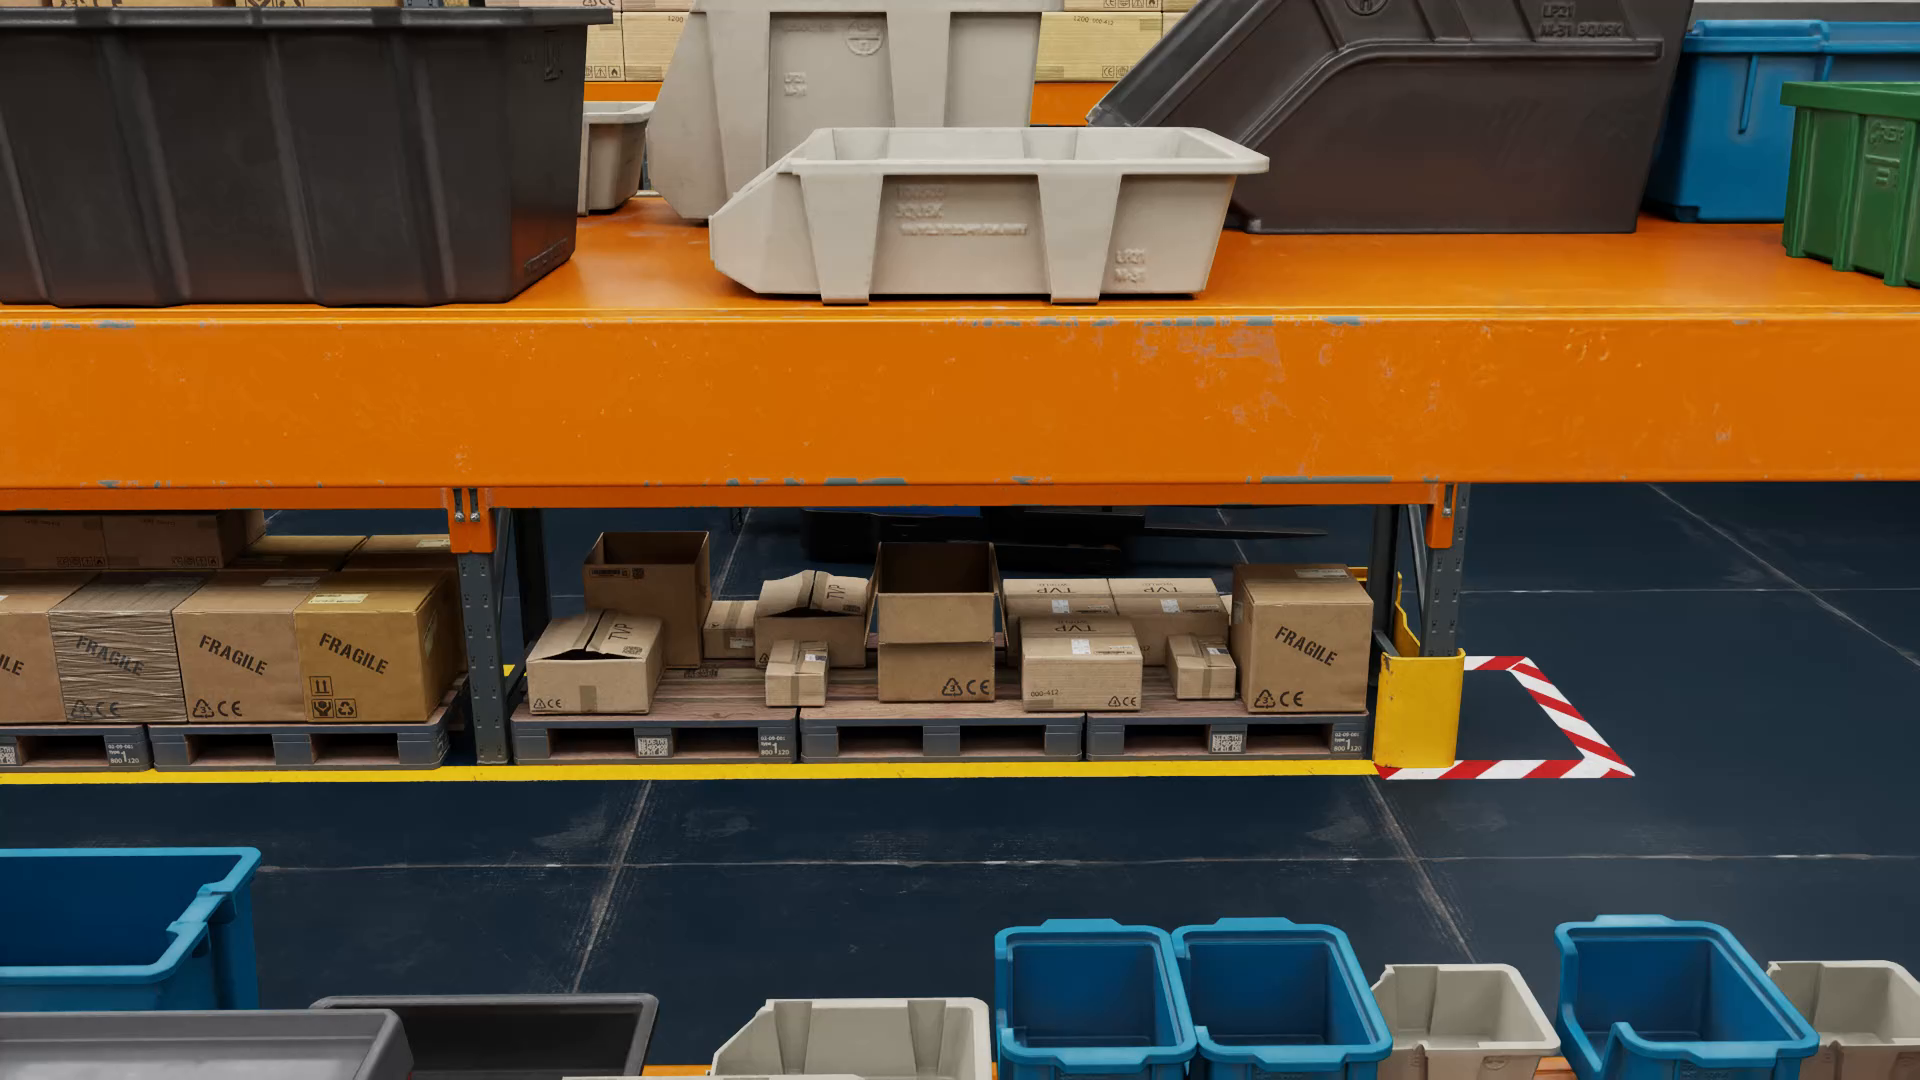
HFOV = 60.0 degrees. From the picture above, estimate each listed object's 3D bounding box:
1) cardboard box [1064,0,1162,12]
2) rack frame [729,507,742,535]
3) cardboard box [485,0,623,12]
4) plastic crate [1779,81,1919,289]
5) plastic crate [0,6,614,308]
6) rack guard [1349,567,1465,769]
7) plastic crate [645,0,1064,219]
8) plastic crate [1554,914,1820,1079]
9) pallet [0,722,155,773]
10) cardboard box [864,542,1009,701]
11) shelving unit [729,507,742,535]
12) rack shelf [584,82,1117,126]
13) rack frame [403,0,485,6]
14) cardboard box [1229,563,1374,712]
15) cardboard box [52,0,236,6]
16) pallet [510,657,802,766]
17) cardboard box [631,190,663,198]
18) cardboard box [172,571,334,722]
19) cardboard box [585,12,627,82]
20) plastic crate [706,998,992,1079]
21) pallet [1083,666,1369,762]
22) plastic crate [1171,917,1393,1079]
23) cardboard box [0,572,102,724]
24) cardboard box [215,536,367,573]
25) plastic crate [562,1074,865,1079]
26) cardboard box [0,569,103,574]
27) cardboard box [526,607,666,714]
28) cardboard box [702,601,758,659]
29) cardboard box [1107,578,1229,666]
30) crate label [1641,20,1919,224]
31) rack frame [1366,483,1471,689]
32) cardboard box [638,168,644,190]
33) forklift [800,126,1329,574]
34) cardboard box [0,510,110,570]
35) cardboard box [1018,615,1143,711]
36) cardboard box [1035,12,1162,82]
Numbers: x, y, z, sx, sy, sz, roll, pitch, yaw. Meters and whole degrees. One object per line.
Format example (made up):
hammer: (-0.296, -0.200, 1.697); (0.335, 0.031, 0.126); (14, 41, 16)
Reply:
cardboard box: (0.496, -2.152, 6.362); (0.500, 0.250, 0.500); (0, 18, -1)
rack frame: (-1.381, -0.640, 10.078); (0.015, 1.200, 0.240); (2, 18, 7)
cardboard box: (-1.504, -2.143, 6.334); (0.500, 0.250, 0.500); (0, 18, -1)
plastic crate: (1.098, -0.364, 1.707); (0.336, 0.188, 0.450); (0, 18, -1)
plastic crate: (-0.673, -0.397, 1.679); (0.590, 0.269, 0.497); (0, 18, -1)
rack guard: (1.929, 0.549, 7.516); (0.348, 0.500, 1.175); (0, 18, -1)
plastic crate: (-0.141, -0.584, 2.240); (0.530, 0.282, 0.437); (0, 18, -1)
plastic crate: (1.169, 0.827, 2.736); (0.300, 0.233, 0.416); (0, 18, -1)
pallet: (-4.030, 0.728, 7.432); (1.213, 0.211, 1.003); (0, 18, -1)
cardboard box: (-0.116, 0.347, 7.423); (0.637, 0.503, 0.797); (0, 18, -1)
shelving unit: (-1.139, -0.631, 10.050); (0.503, 1.200, 0.258); (2, 18, 7)
rack shelf: (0.005, -1.717, 6.757); (4.000, 0.370, 1.077); (0, 18, -1)
rack frame: (-1.994, -3.478, 6.159); (0.127, 3.000, 1.000); (0, 18, -1)
cardboard box: (1.465, 0.417, 7.207); (0.500, 0.500, 0.500); (0, 18, -1)
cardboard box: (-3.167, -2.355, 6.553); (0.600, 0.600, 0.600); (0, 18, -1)
pallet: (-1.308, 0.703, 7.511); (1.213, 0.211, 1.003); (0, 18, -1)
cardboard box: (-1.493, -1.227, 7.161); (0.500, 0.500, 0.500); (0, 18, -1)
cardboard box: (-2.978, 0.449, 7.110); (0.500, 0.500, 0.500); (0, 18, -1)
cardboard box: (-1.504, -1.905, 6.412); (0.500, 0.250, 0.500); (0, 18, -1)
plastic crate: (-0.183, 0.888, 2.703); (0.466, 0.136, 0.293); (0, 18, -1)
pallet: (1.132, 0.691, 7.547); (1.213, 0.211, 1.003); (0, 18, -1)
plastic crate: (0.511, 0.830, 2.726); (0.300, 0.233, 0.416); (0, 18, -1)
cardboard box: (-3.987, 0.454, 7.093); (0.500, 0.500, 0.500); (-1, 18, -3)
cardboard box: (-3.015, 0.293, 7.596); (0.500, 0.500, 0.500); (0, 18, 0)
plastic crate: (-0.390, 0.968, 2.216); (0.530, 0.282, 0.437); (0, 18, -1)
cardboard box: (-4.020, 0.295, 7.589); (0.500, 0.500, 0.500); (-1, 18, -3)
cardboard box: (-1.571, 0.513, 7.219); (0.500, 0.311, 0.500); (0, 18, -1)
cardboard box: (-1.055, 0.417, 7.785); (0.250, 0.149, 0.380); (0, 18, -1)
cardboard box: (0.957, 0.377, 7.743); (0.500, 0.250, 0.500); (0, 18, -1)
crate label: (1.152, -0.580, 2.278); (0.502, 0.251, 0.408); (0, 18, -1)
rack frame: (2.005, -0.641, 7.136); (0.127, 3.000, 1.000); (0, 18, -1)
cardboard box: (-2.540, -2.408, 11.961); (0.500, 0.500, 0.500); (-1, 18, -3)
forklift: (0.625, -1.372, 9.528); (3.031, 2.935, 1.130); (2, 18, 7)
cardboard box: (-3.983, -0.063, 7.477); (0.500, 0.250, 0.500); (-1, 18, -2)
cardboard box: (0.515, 0.532, 7.260); (0.500, 0.250, 0.500); (0, 18, -1)
cardboard box: (0.496, -1.910, 6.424); (0.500, 0.250, 0.500); (0, 18, -1)
